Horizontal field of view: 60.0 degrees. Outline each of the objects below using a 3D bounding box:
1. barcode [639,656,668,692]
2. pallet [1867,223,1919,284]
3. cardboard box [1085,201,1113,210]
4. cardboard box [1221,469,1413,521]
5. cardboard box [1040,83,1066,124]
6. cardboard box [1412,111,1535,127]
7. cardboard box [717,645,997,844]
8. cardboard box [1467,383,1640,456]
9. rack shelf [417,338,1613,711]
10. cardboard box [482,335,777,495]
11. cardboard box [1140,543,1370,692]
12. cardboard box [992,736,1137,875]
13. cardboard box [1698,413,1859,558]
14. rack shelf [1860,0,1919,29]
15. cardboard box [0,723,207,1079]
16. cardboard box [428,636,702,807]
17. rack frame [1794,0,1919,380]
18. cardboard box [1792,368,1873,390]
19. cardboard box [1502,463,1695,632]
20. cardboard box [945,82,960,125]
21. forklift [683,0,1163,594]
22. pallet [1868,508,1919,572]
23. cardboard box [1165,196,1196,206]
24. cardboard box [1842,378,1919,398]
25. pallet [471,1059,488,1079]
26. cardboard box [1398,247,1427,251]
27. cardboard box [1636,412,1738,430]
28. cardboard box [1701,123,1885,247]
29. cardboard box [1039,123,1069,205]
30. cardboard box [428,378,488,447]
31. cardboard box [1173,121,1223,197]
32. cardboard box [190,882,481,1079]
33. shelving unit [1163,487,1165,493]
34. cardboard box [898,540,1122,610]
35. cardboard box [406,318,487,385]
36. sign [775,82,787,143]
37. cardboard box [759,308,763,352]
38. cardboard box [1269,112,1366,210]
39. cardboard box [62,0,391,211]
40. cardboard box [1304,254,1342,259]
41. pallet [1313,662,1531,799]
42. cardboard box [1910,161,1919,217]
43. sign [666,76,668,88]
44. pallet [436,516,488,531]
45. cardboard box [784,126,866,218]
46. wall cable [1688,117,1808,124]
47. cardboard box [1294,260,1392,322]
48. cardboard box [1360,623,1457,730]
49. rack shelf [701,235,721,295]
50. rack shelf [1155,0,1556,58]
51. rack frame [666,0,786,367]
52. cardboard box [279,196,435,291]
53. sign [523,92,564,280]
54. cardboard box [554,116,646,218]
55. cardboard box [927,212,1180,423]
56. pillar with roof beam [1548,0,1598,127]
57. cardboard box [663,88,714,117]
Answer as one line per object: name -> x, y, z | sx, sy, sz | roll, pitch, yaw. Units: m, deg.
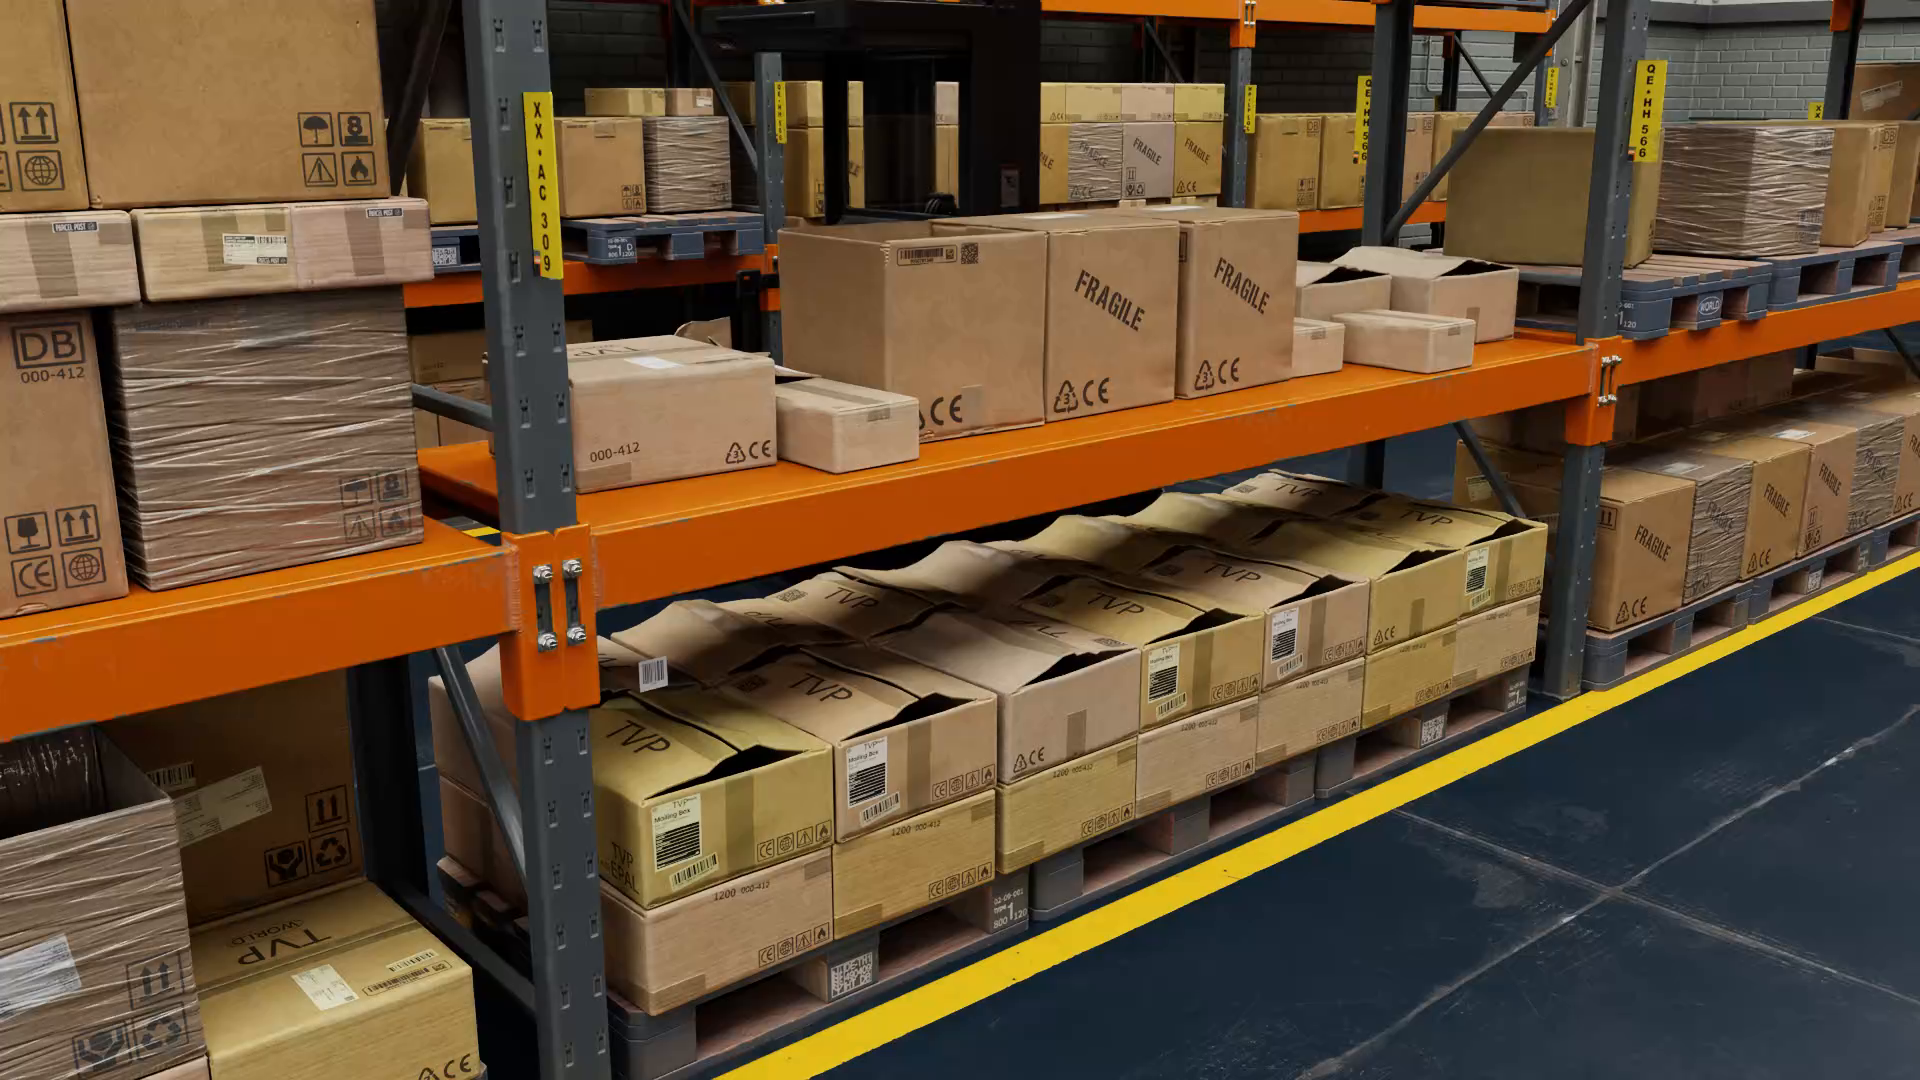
barcode -> -0.647, 0.283, 3.510 | 0.075, 0.075, 0.001 | -13, 19, -39
pallet -> 4.247, -1.435, 8.181 | 1.213, 0.211, 1.003 | -13, 19, -39
cardboard box -> 0.810, -2.214, 11.175 | 0.250, 0.149, 0.380 | -13, 19, -39
cardboard box -> 1.317, -0.078, 6.157 | 0.500, 0.311, 0.500 | -12, 19, -38
cardboard box -> 0.322, -2.783, 10.594 | 0.500, 0.250, 0.500 | -13, 20, -40
cardboard box -> 4.307, -3.340, 14.359 | 0.700, 0.700, 0.980 | -12, 19, -37
cardboard box -> -0.257, 0.463, 4.132 | 0.500, 0.311, 0.500 | -13, 20, -40
cardboard box -> 2.496, -0.546, 7.019 | 0.500, 0.250, 0.500 | -12, 19, -37
rack shelf -> 0.396, -0.278, 4.871 | 4.000, 0.370, 1.077 | -13, 19, -39
cardboard box -> -0.770, -0.306, 3.873 | 0.500, 0.250, 0.500 | -11, 19, -36
cardboard box -> 0.900, 0.202, 5.111 | 0.500, 0.311, 0.500 | -13, 20, -40
cardboard box -> 0.129, 0.644, 4.539 | 0.500, 0.250, 0.500 | -13, 20, -41
cardboard box -> 3.599, -0.254, 7.378 | 0.500, 0.500, 0.500 | -14, 20, -41
rack shelf -> 6.431, -3.082, 9.558 | 4.000, 0.370, 1.077 | -13, 19, -39
cardboard box -> -1.704, 0.680, 2.952 | 0.500, 0.500, 0.500 | -13, 19, -39
cardboard box -> -0.996, 0.444, 4.204 | 0.500, 0.311, 0.500 | -13, 19, -39
rack frame -> 4.922, -1.642, 8.583 | 0.127, 3.000, 1.000 | -13, 19, -39
cardboard box -> 4.397, -0.612, 8.720 | 0.500, 0.500, 0.500 | -14, 20, -42
cardboard box -> 2.435, 0.010, 6.393 | 0.500, 0.500, 0.500 | -12, 19, -37
cardboard box -> -0.059, -2.695, 10.265 | 0.500, 0.250, 0.500 | -12, 19, -39
forklift -> -0.446, -1.281, 7.366 | 3.031, 2.935, 1.130 | -12, 19, -38
pallet -> 4.333, -0.149, 8.400 | 1.213, 0.211, 1.003 | -13, 19, -39
cardboard box -> 1.423, -2.334, 11.623 | 0.250, 0.149, 0.380 | -12, 19, -38
cardboard box -> 4.738, -0.507, 8.327 | 0.500, 0.500, 0.500 | -13, 20, -40
pallet -> -1.741, 1.187, 3.396 | 1.213, 0.211, 1.003 | -13, 19, -39
cardboard box -> 3.804, -2.428, 14.299 | 0.250, 0.149, 0.380 | -13, 19, -39
cardboard box -> 3.238, -0.351, 7.742 | 0.500, 0.500, 0.500 | -14, 20, -41
cardboard box -> 3.630, -1.582, 7.351 | 0.700, 0.500, 0.500 | 10, 18, 33
cardboard box -> 0.348, -2.422, 10.697 | 0.500, 0.500, 0.500 | -12, 19, -38
cardboard box -> -2.680, -0.646, 8.848 | 0.500, 0.500, 0.700 | -13, 20, -40
cardboard box -> 1.485, -2.680, 11.661 | 0.500, 0.500, 0.500 | -13, 20, -40
cardboard box -> -1.320, 0.960, 3.357 | 0.500, 0.250, 0.500 | -13, 19, -39
shelving unit -> 0.836, -0.762, 8.779 | 0.503, 1.200, 0.258 | -12, 19, -38
cardboard box -> 0.152, 0.186, 5.169 | 0.500, 0.311, 0.500 | -13, 20, -40
cardboard box -> -2.715, -0.990, 8.683 | 0.500, 0.250, 0.500 | -13, 20, -40
sign -> -0.987, -2.345, 9.126 | 0.005, 0.325, 0.100 | -13, 19, -39
cardboard box -> -0.709, -1.191, 10.249 | 0.750, 0.750, 0.750 | -13, 20, -40
cardboard box -> 2.641, -2.962, 12.944 | 0.700, 0.700, 0.980 | -13, 20, -41
cardboard box -> -1.444, -0.885, 3.043 | 0.500, 0.500, 0.700 | -13, 19, -39
cardboard box -> 3.039, -2.256, 13.656 | 0.250, 0.149, 0.380 | -13, 20, -40
pallet -> 1.258, 0.515, 5.913 | 1.213, 0.211, 1.003 | -13, 19, -39
cardboard box -> 5.131, -1.825, 9.075 | 0.500, 0.500, 0.500 | -12, 19, -38
sign -> -1.717, -2.595, 9.908 | 0.005, 0.325, 0.100 | -13, 19, -39
pallet -> -2.861, -0.243, 8.750 | 1.213, 0.211, 1.003 | -13, 19, -39
cardboard box -> -0.816, -2.162, 9.722 | 0.500, 0.500, 0.500 | -12, 19, -38
wall cable -> 9.186, -5.570, 17.681 | 0.112, 2.526, 3.097 | -13, 19, -39
cardboard box -> 1.103, -0.807, 5.632 | 0.500, 0.311, 0.500 | -13, 20, -40
cardboard box -> 1.281, 0.386, 5.506 | 0.500, 0.250, 0.500 | -13, 20, -40
rack shelf -> 0.159, -1.919, 11.016 | 4.000, 0.370, 1.077 | -13, 19, -39
rack shelf -> 3.176, -4.046, 13.166 | 4.000, 0.370, 1.077 | -13, 19, -39
rack frame -> -1.350, -1.928, 9.655 | 0.127, 3.000, 1.000 | -13, 19, -39
cardboard box -> -1.178, -0.560, 3.085 | 0.250, 0.149, 0.380 | -13, 20, -39
sign -> -0.748, -0.635, 2.984 | 0.005, 0.325, 0.100 | -13, 19, -39
cardboard box -> -2.102, -2.007, 8.905 | 0.700, 0.500, 0.500 | 14, 20, 42
cardboard box -> 0.252, -0.636, 4.624 | 0.500, 0.500, 0.500 | -13, 19, -39
pillar with roof beam -> 8.980, -5.969, 13.159 | 0.400, 9.000, 9.100 | -13, 19, -39
cardboard box -> -1.591, -2.438, 9.261 | 0.380, 0.149, 0.250 | 13, 20, 40
